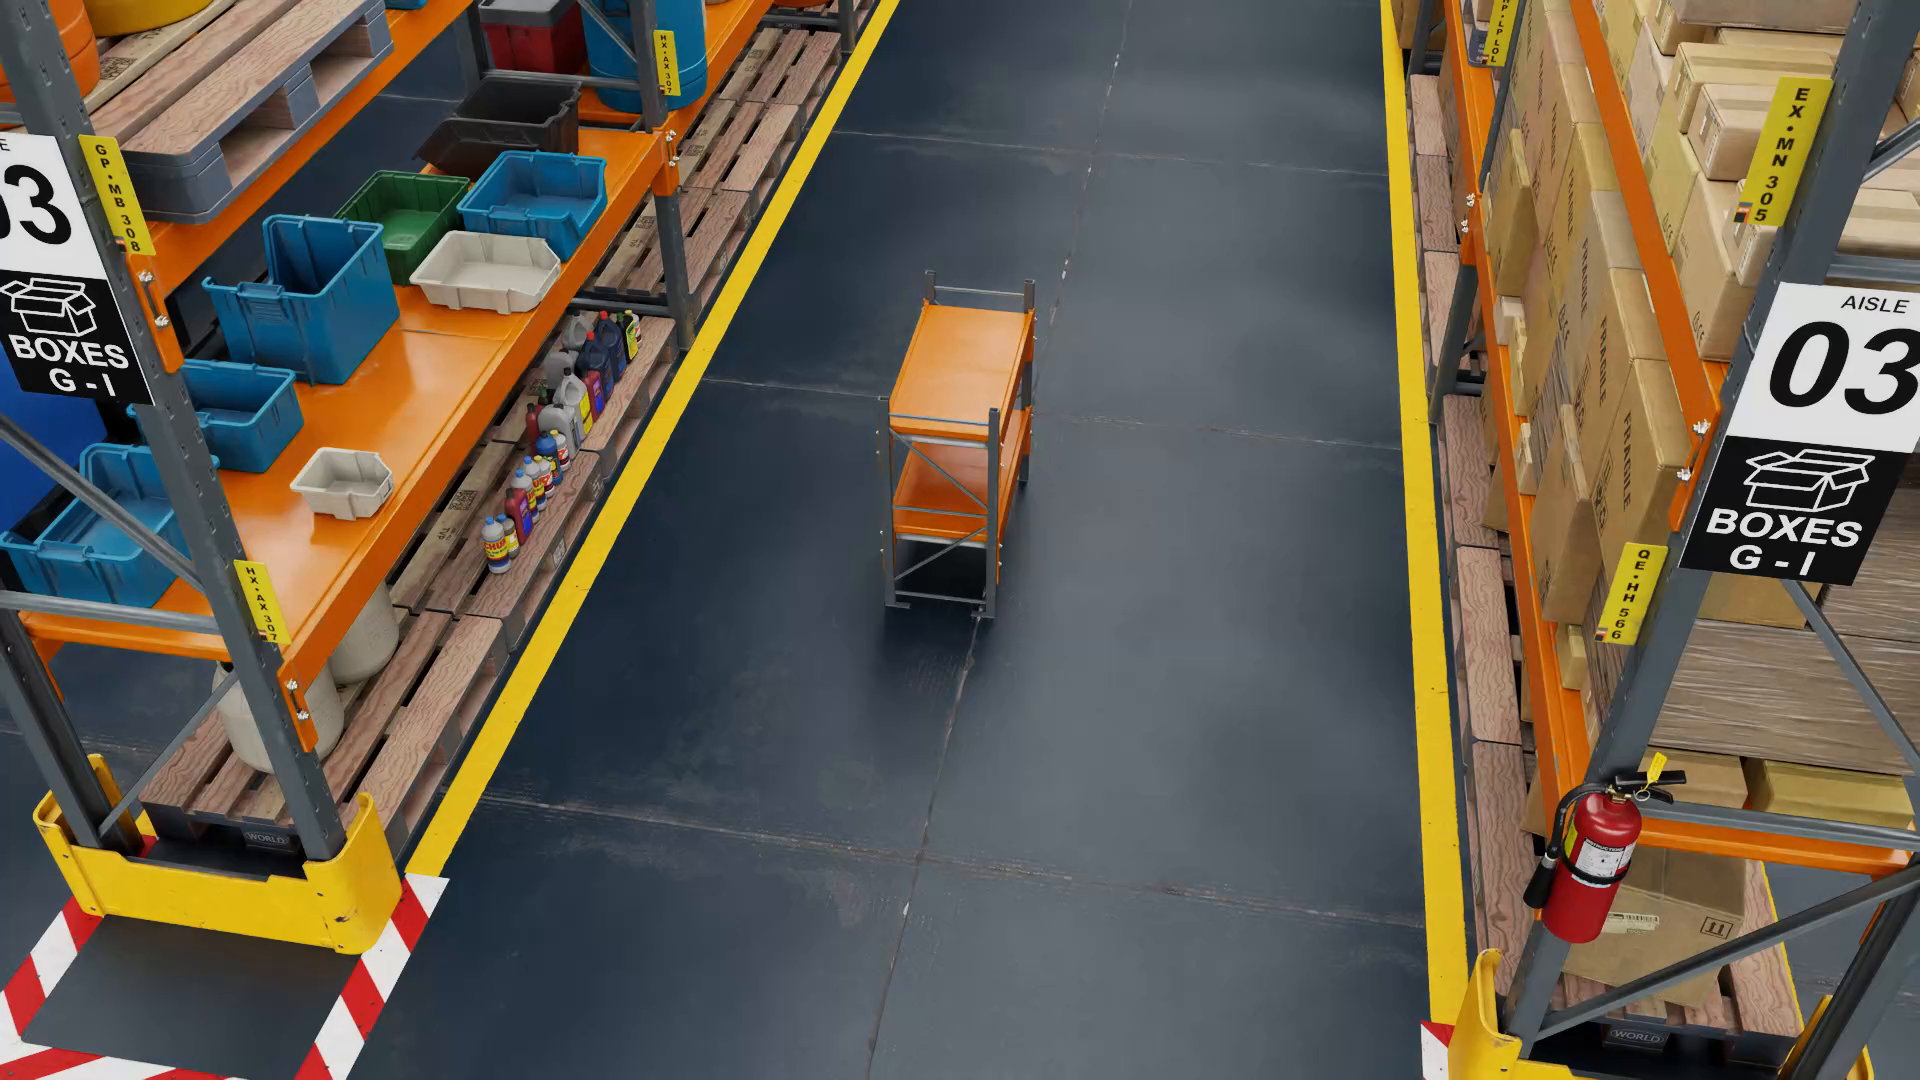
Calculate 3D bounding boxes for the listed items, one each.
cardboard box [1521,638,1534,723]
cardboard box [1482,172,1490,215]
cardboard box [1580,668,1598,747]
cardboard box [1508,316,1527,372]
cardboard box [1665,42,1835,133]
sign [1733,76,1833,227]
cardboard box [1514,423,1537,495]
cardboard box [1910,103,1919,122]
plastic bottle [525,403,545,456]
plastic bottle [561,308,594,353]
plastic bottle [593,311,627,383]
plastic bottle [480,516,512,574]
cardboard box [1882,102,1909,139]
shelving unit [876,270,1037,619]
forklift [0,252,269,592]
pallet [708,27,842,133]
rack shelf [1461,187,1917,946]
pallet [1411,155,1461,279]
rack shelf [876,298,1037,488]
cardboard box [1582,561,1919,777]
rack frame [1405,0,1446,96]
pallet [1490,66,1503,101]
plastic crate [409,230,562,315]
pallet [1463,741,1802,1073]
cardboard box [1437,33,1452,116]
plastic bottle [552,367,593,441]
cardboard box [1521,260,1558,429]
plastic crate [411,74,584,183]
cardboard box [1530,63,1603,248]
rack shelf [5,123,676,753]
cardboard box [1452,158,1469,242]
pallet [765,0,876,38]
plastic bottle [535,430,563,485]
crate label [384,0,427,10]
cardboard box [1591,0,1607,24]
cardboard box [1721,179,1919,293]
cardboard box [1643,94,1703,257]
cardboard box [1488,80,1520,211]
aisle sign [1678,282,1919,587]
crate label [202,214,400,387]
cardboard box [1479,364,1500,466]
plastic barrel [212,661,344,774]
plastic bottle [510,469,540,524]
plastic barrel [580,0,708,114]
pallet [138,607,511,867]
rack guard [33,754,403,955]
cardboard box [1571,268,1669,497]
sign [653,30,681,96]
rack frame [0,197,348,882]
[{"bbox_3d":[2.544,0.422,6.615,0.500,0.500,0.500,10,41,12],"label":"cardboard box"},{"bbox_3d":[2.582,-1.532,7.543,0.380,0.149,0.250,6,40,8],"label":"cardboard box"},{"bbox_3d":[2.113,0.518,5.063,0.380,0.149,0.250,6,40,8],"label":"cardboard box"},{"bbox_3d":[2.390,-0.745,6.590,0.380,0.149,0.250,6,40,8],"label":"cardboard box"},{"bbox_3d":[2.083,-1.175,4.365,0.380,0.149,0.250,7,40,8],"label":"cardboard box"},{"bbox_3d":[1.680,-0.791,3.401,0.100,0.325,0.005,6,40,8],"label":"sign"},{"bbox_3d":[2.225,-0.278,6.026,0.380,0.149,0.250,6,40,8],"label":"cardboard box"},{"bbox_3d":[2.561,-0.943,4.085,0.380,0.149,0.250,6,40,7],"label":"cardboard box"},{"bbox_3d":[-2.017,-0.550,7.944,0.061,0.283,0.133,6,40,8],"label":"plastic bottle"},{"bbox_3d":[-1.933,-1.005,8.442,0.144,0.351,0.185,6,40,8],"label":"plastic bottle"},{"bbox_3d":[-1.791,-0.989,8.423,0.144,0.351,0.185,5,40,6],"label":"plastic bottle"},{"bbox_3d":[-2.035,0.012,7.274,0.097,0.271,0.097,0,40,0],"label":"plastic bottle"},{"bbox_3d":[2.644,-0.916,4.365,0.500,0.250,0.500,6,40,7],"label":"cardboard box"},{"bbox_3d":[0.001,-0.438,7.494,0.538,1.125,1.048,6,40,8],"label":"shelving unit"},{"bbox_3d":[-4.489,-1.744,7.655,1.130,2.935,3.031,8,40,9],"label":"forklift"},{"bbox_3d":[-1.443,-3.230,11.588,1.003,0.211,1.213,6,40,8],"label":"pallet"},{"bbox_3d":[2.569,-0.198,6.297,1.077,0.370,4.000,6,40,8],"label":"rack shelf"},{"bbox_3d":[3.257,-1.912,9.994,1.003,0.211,1.213,6,40,8],"label":"pallet"},{"bbox_3d":[0.001,-0.663,7.307,0.538,0.278,1.000,6,40,8],"label":"rack shelf"},{"bbox_3d":[2.345,0.285,4.837,0.875,0.500,0.500,6,40,8],"label":"cardboard box"},{"bbox_3d":[3.607,-4.241,10.622,1.000,3.000,0.127,6,40,8],"label":"rack frame"},{"bbox_3d":[3.191,-2.120,8.207,1.003,0.211,1.213,6,40,8],"label":"pallet"},{"bbox_3d":[-1.995,-1.128,7.064,0.530,0.136,0.437,6,40,8],"label":"plastic crate"},{"bbox_3d":[2.411,1.301,6.108,1.003,0.211,1.213,6,40,8],"label":"pallet"},{"bbox_3d":[3.511,-3.024,10.767,0.700,0.500,0.500,4,40,5],"label":"cardboard box"},{"bbox_3d":[-1.880,-0.666,8.032,0.144,0.351,0.185,6,40,7],"label":"plastic bottle"},{"bbox_3d":[2.541,-0.664,5.984,0.875,0.500,0.500,6,40,8],"label":"cardboard box"},{"bbox_3d":[-2.179,-1.938,7.886,0.767,0.338,0.504,6,40,8],"label":"plastic crate"},{"bbox_3d":[2.415,-1.387,6.074,0.500,0.500,0.500,6,40,8],"label":"cardboard box"},{"bbox_3d":[-2.309,-0.744,6.957,1.077,0.370,4.000,6,40,8],"label":"rack shelf"},{"bbox_3d":[3.240,-1.968,9.489,0.700,0.500,0.500,3,40,4],"label":"cardboard box"},{"bbox_3d":[-1.176,-4.211,12.775,1.003,0.211,1.213,6,40,8],"label":"pallet"},{"bbox_3d":[-1.923,-0.393,7.764,0.097,0.271,0.097,0,40,0],"label":"plastic bottle"},{"bbox_3d":[-2.006,-2.003,5.678,0.502,0.251,0.408,6,40,8],"label":"crate label"},{"bbox_3d":[2.402,-1.931,5.592,0.500,0.250,0.500,5,40,6],"label":"cardboard box"},{"bbox_3d":[1.964,-0.681,3.767,0.380,0.149,0.250,6,40,8],"label":"cardboard box"},{"bbox_3d":[2.140,-0.962,4.421,0.500,0.250,0.500,7,40,8],"label":"cardboard box"},{"bbox_3d":[2.776,-1.608,7.126,0.875,0.500,0.500,6,40,8],"label":"cardboard box"},{"bbox_3d":[1.917,-0.216,3.714,0.394,0.787,0.004,6,40,8],"label":"aisle sign"},{"bbox_3d":[-2.603,-0.965,6.632,0.502,0.435,0.616,6,40,8],"label":"crate label"},{"bbox_3d":[2.806,-0.682,7.950,0.500,0.500,0.500,5,40,6],"label":"cardboard box"},{"bbox_3d":[-2.617,0.609,6.379,0.421,0.512,0.421,0,40,0],"label":"plastic barrel"},{"bbox_3d":[-1.975,-0.203,7.534,0.097,0.271,0.097,0,40,0],"label":"plastic bottle"},{"bbox_3d":[-1.598,-2.679,8.339,0.600,0.901,0.708,6,40,8],"label":"plastic barrel"},{"bbox_3d":[-2.543,0.746,6.778,1.003,0.211,1.213,6,40,8],"label":"pallet"},{"bbox_3d":[-2.689,1.144,6.070,1.175,0.500,0.348,6,40,8],"label":"rack guard"},{"bbox_3d":[2.156,-0.445,4.935,0.500,0.500,0.500,6,40,8],"label":"cardboard box"},{"bbox_3d":[-1.423,-2.316,8.076,0.100,0.325,0.005,6,40,8],"label":"sign"},{"bbox_3d":[-2.655,0.234,5.210,1.000,3.000,0.127,6,40,8],"label":"rack frame"}]
